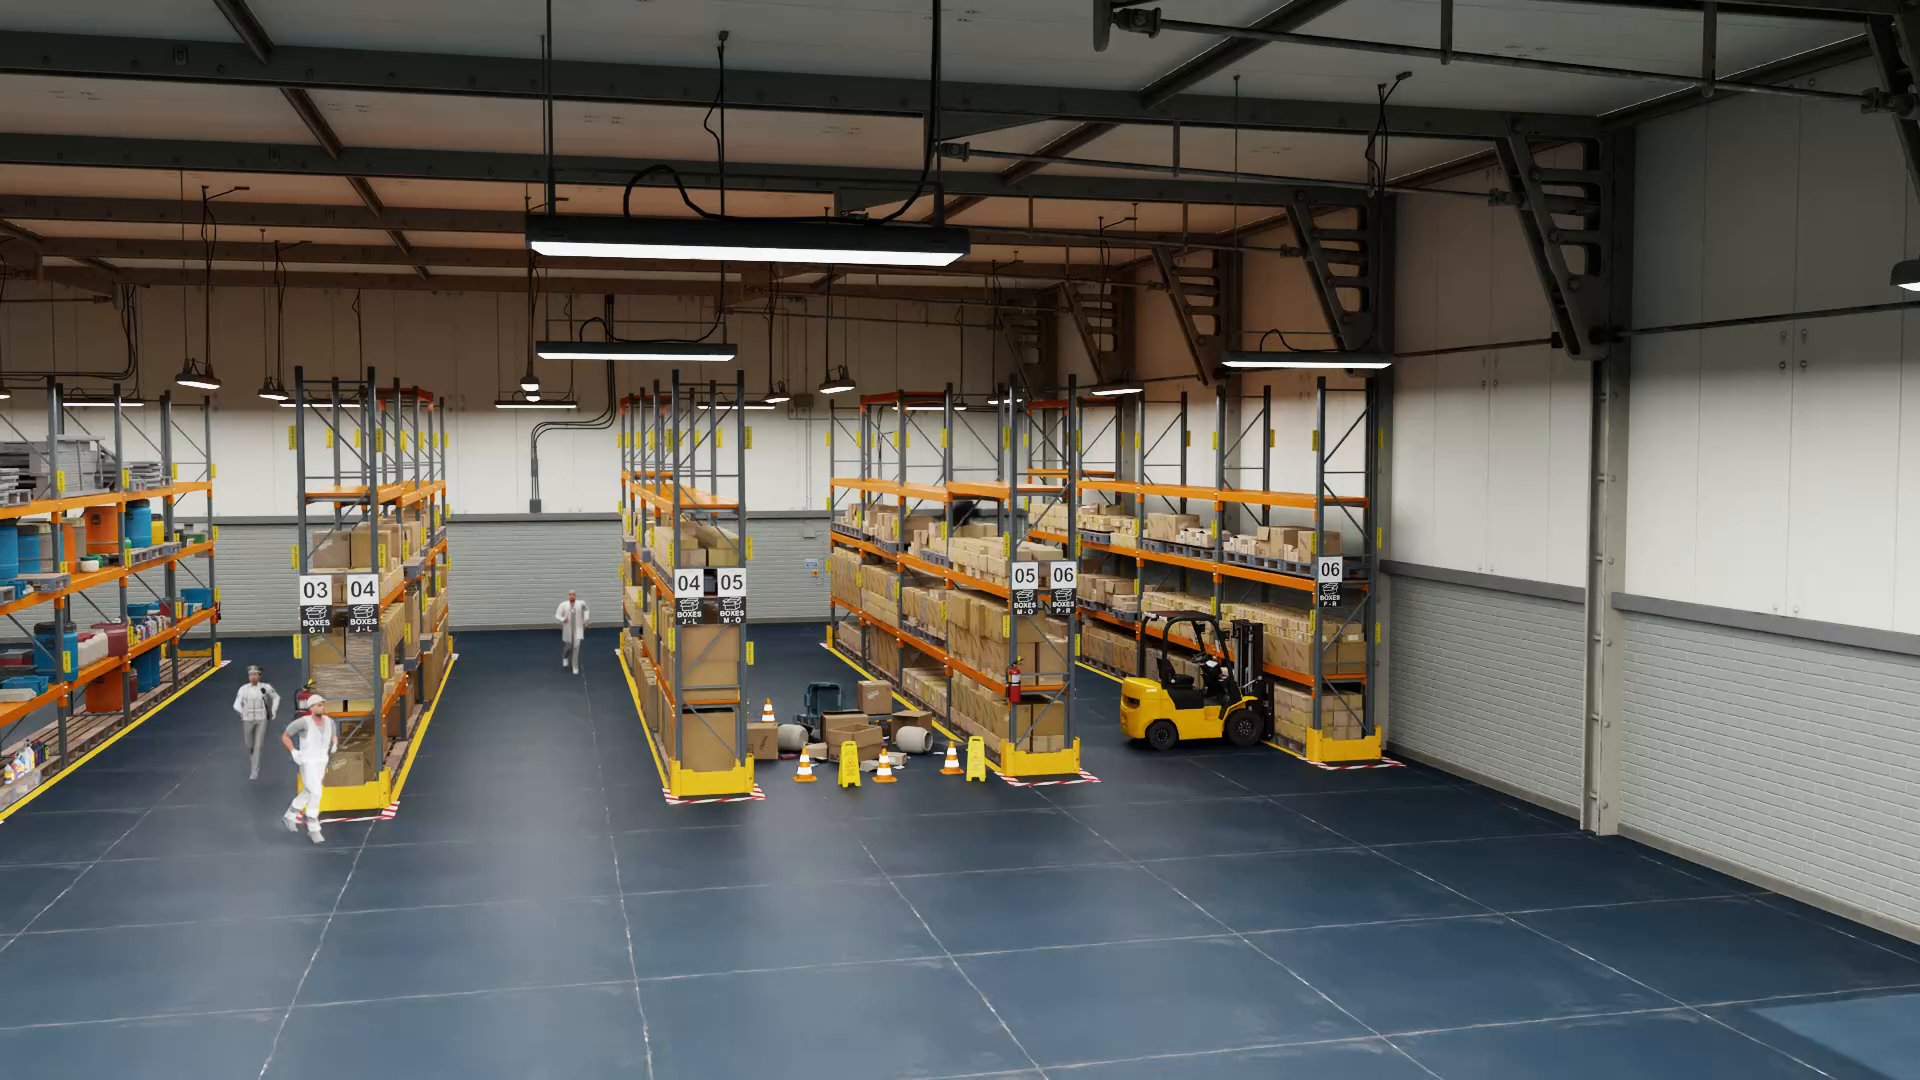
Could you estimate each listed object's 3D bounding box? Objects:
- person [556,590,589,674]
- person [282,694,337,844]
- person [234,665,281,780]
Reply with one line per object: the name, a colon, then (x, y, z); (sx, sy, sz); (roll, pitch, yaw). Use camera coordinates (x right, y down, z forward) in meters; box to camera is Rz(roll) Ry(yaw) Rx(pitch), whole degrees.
person: (-8.393, 1.966, 36.045); (0.718, 1.791, 1.045); (-1, 4, -15)
person: (-8.199, 2.851, 21.033); (0.834, 1.825, 0.659); (2, 4, 26)
person: (-10.470, 2.686, 24.754); (0.630, 1.656, 0.949); (-1, 4, -15)
